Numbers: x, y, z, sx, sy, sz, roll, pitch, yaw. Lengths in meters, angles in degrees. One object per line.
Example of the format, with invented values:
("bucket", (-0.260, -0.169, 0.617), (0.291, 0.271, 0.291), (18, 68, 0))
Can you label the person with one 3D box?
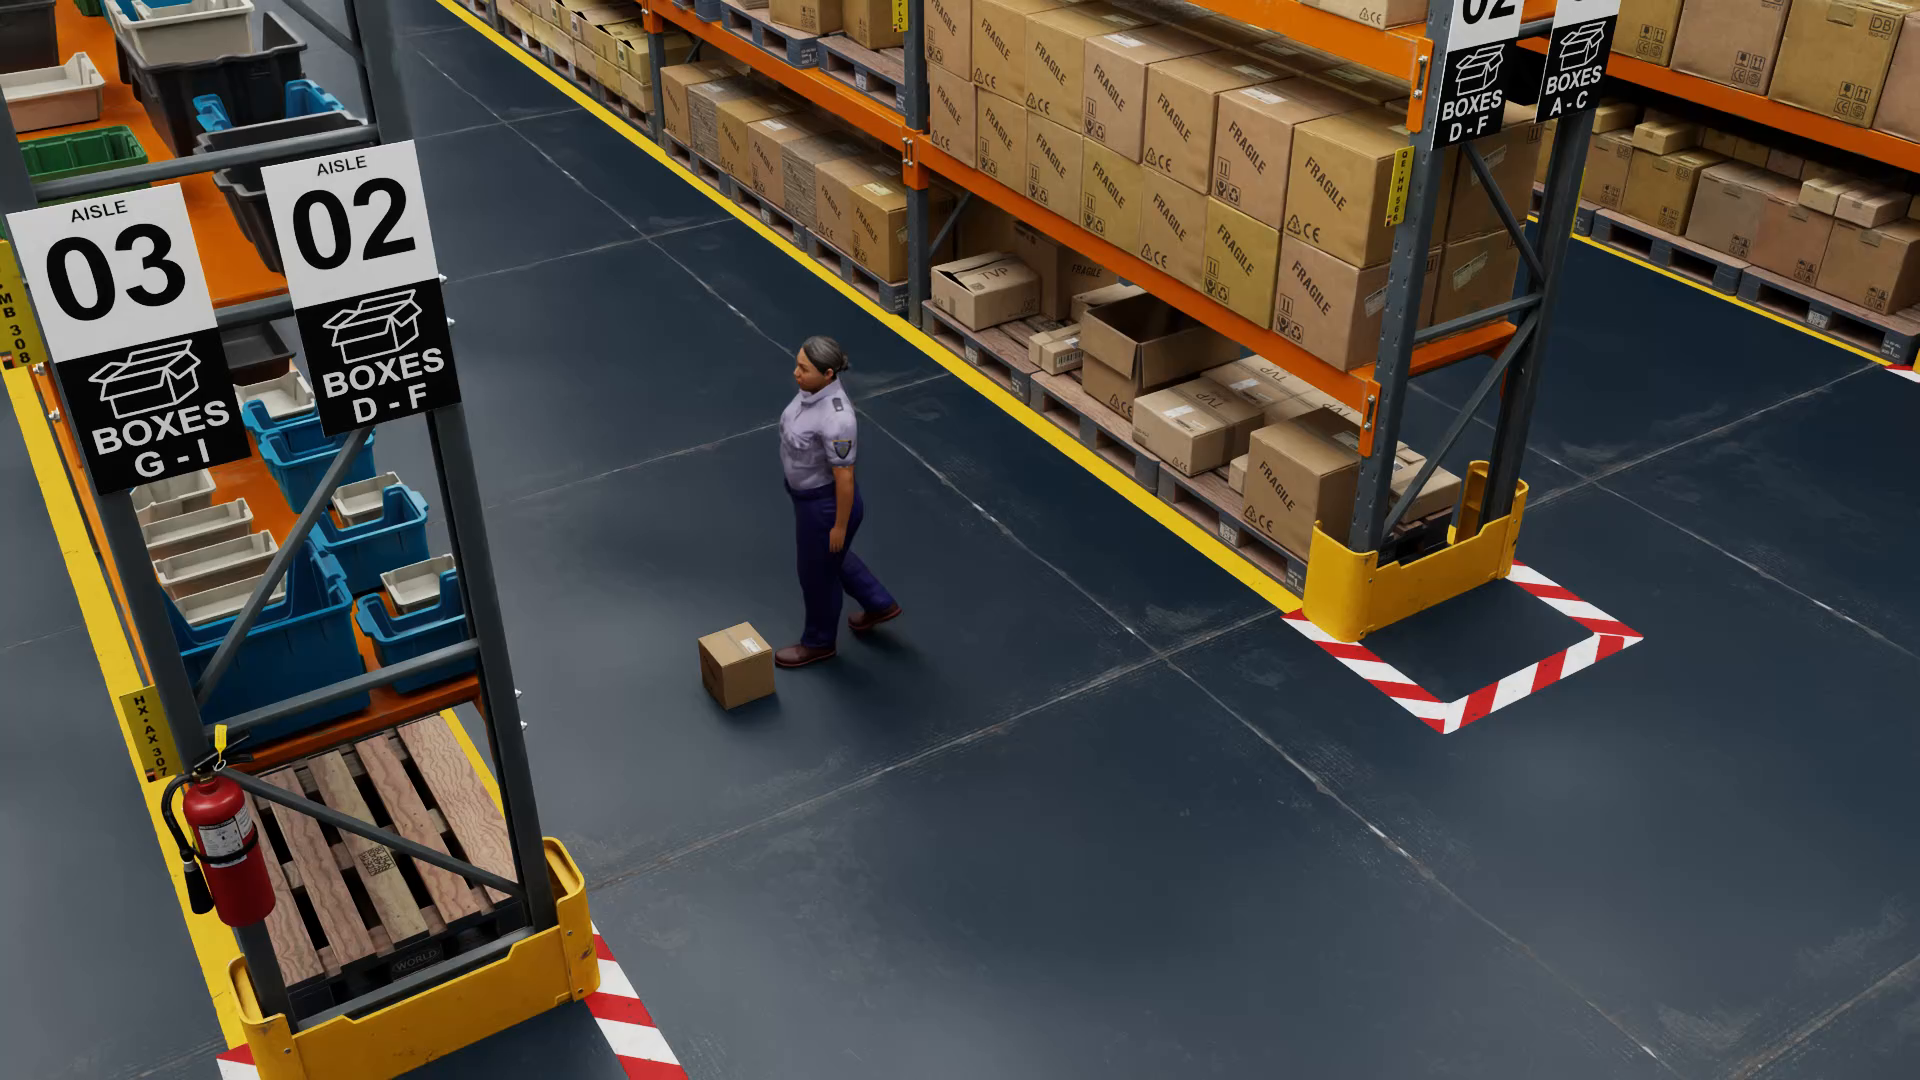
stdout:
("person", (-0.573, -0.173, 7.409), (0.626, 1.651, 0.506), (-6, 33, -10))
